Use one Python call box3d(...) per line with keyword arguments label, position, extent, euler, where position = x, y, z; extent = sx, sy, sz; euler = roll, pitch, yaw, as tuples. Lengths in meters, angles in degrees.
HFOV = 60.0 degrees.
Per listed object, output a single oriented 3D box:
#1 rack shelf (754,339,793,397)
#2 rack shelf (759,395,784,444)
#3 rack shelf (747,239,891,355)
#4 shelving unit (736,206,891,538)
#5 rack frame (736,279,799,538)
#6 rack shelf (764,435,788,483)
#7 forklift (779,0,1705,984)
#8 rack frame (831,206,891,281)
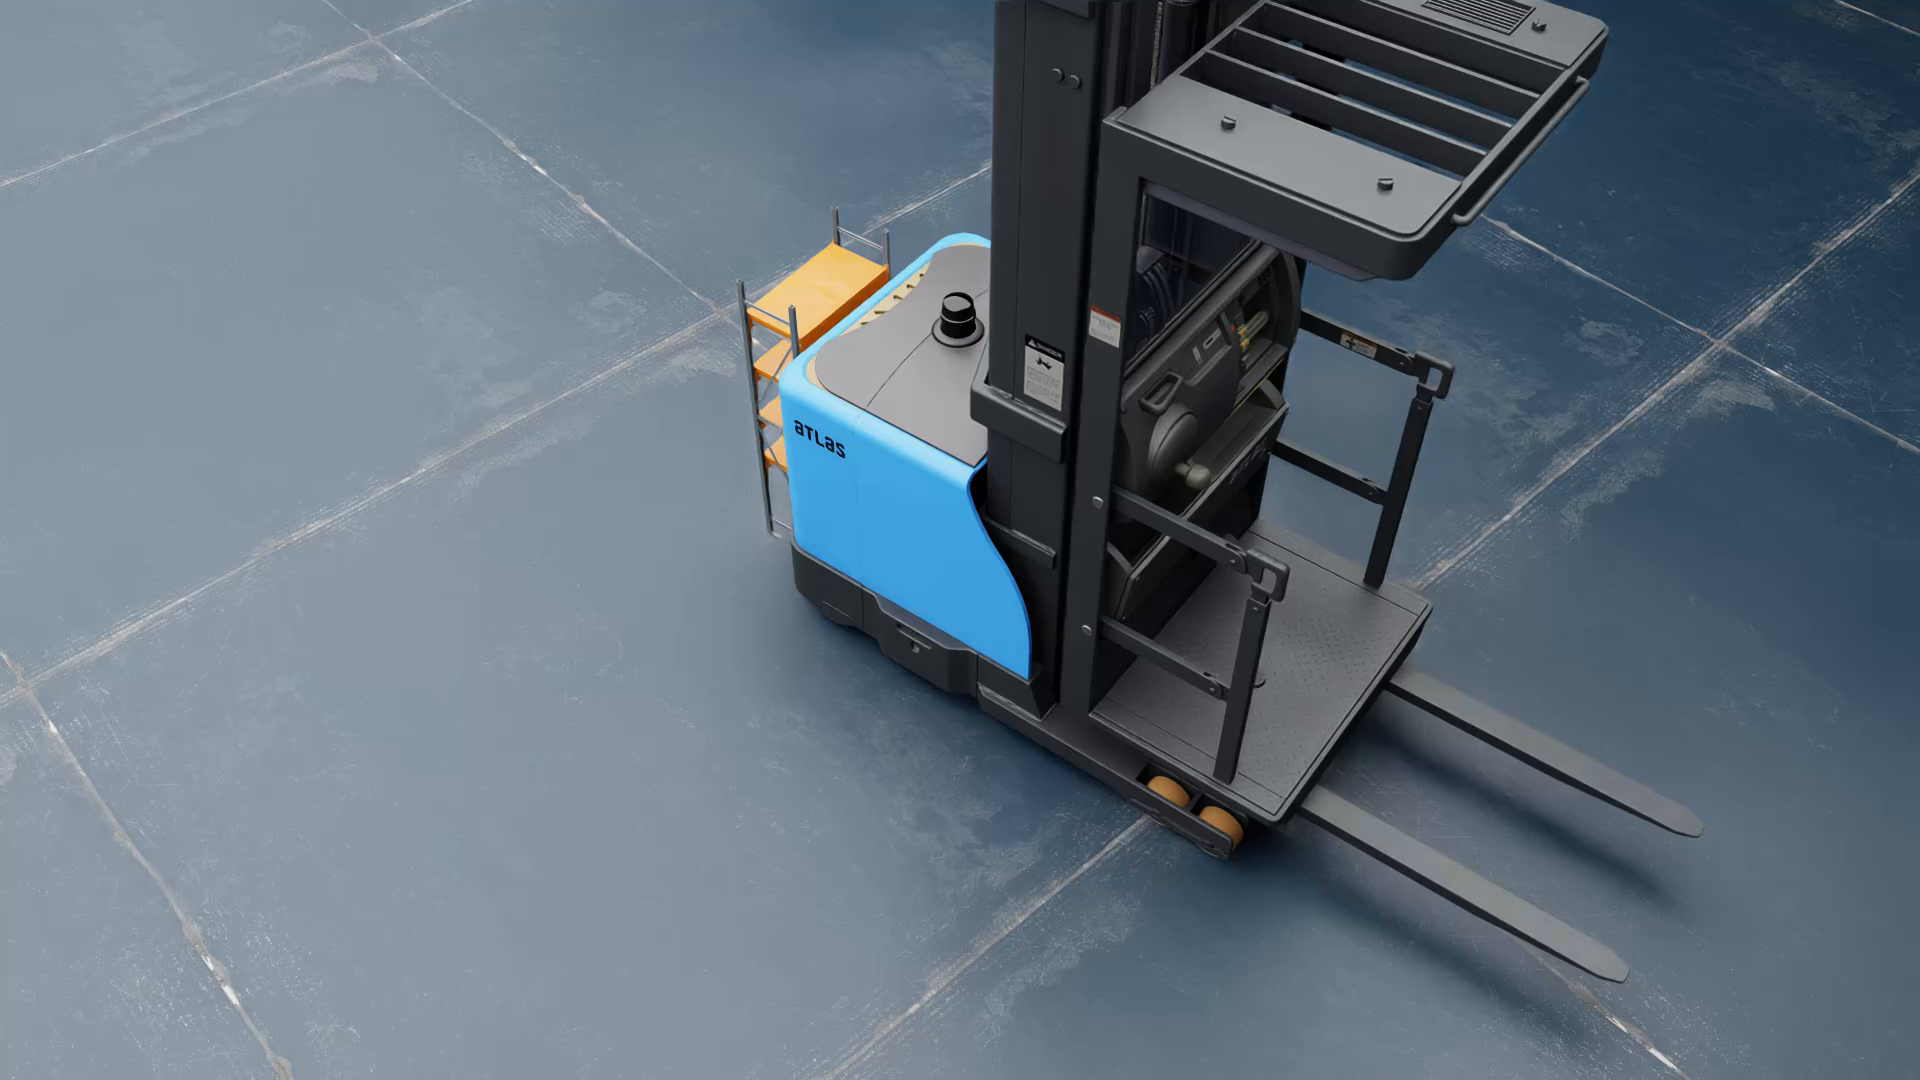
box3d(label="rack shelf", position=(-0.482, -0.638, 5.809), extent=(0.258, 0.148, 0.480), euler=(28, 53, 24))
box3d(label="rack shelf", position=(-0.482, -0.486, 5.974), extent=(0.258, 0.148, 0.480), euler=(28, 53, 24))
box3d(label="rack shelf", position=(-0.482, -0.798, 5.635), extent=(0.258, 0.148, 0.480), euler=(28, 53, 24))
box3d(label="shelving unit", position=(-0.482, -0.532, 5.924), extent=(0.258, 1.200, 0.503), euler=(28, 53, 24))
box3d(label="rack frame", position=(-0.626, -0.387, 5.791), extent=(0.240, 1.200, 0.015), euler=(28, 53, 24))
box3d(label="rack shelf", position=(-0.482, -0.351, 6.120), extent=(0.258, 0.148, 0.480), euler=(28, 53, 24))
box3d(label="forklift", position=(0.889, -0.430, 4.653), extent=(3.031, 2.935, 1.130), euler=(29, 53, 24))
box3d(label="rack frame", position=(-0.338, -0.676, 6.058), extent=(0.240, 1.200, 0.015), euler=(28, 53, 24))
